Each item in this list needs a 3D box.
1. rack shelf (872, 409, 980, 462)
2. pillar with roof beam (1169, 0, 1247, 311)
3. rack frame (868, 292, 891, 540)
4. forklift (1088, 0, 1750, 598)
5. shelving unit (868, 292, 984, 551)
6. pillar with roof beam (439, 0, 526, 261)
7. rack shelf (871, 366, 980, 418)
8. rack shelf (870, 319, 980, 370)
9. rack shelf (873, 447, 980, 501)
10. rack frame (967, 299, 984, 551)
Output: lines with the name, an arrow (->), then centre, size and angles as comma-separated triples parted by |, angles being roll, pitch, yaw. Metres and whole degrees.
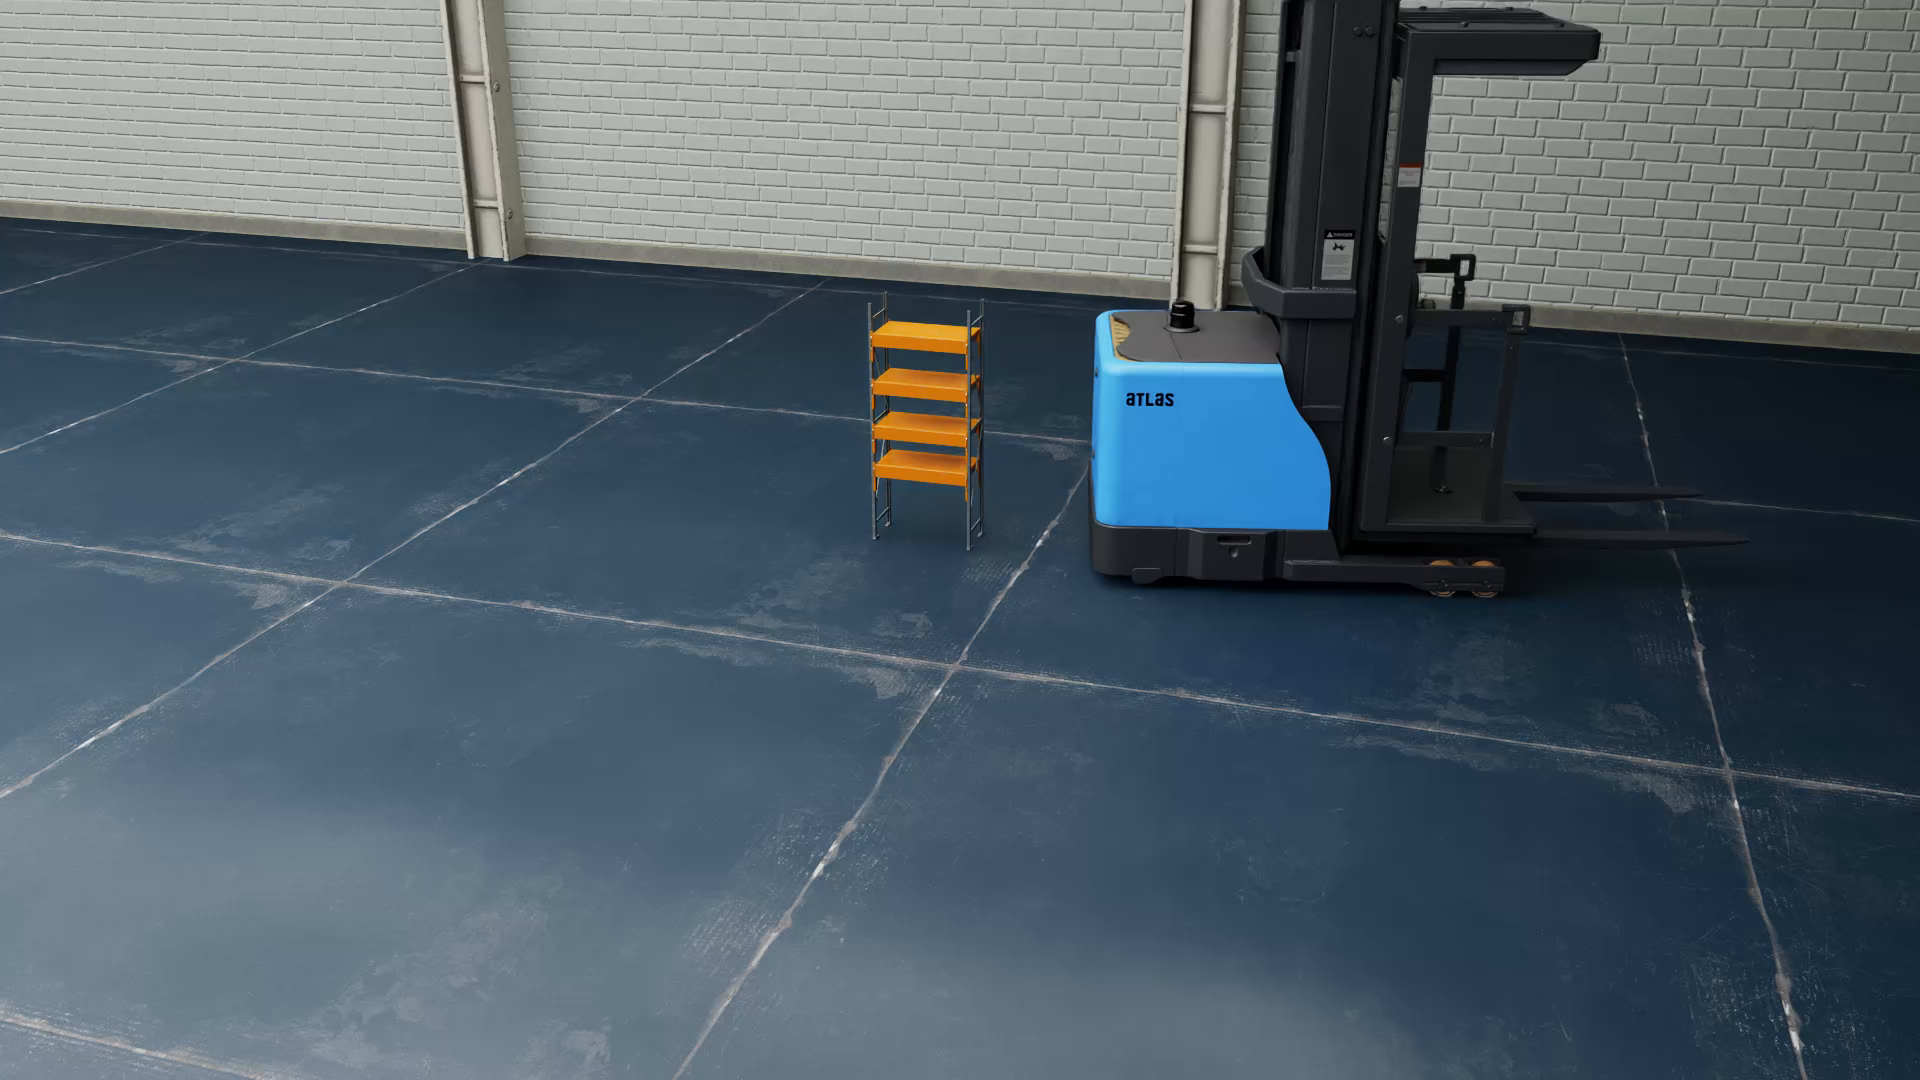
rack shelf -> -0.158, -0.511, 8.112 | 0.480, 0.148, 0.258 | 7, 23, 16
pillar with roof beam -> 0.562, -4.366, 7.055 | 0.400, 9.000, 9.100 | 7, 23, 16
rack frame -> -0.392, -0.600, 8.152 | 0.015, 1.200, 0.240 | 7, 23, 16
forklift -> 2.150, -1.299, 7.575 | 3.031, 2.935, 1.130 | 1, 22, 3
shelving unit -> -0.158, -0.573, 8.087 | 0.503, 1.200, 0.258 | 7, 23, 16
pillar with roof beam -> -5.182, -5.023, 8.659 | 0.400, 9.000, 9.100 | 7, 23, 16
rack shelf -> -0.158, -0.718, 8.027 | 0.480, 0.148, 0.258 | 7, 23, 16
rack shelf -> -0.158, -0.937, 7.937 | 0.480, 0.148, 0.258 | 7, 23, 16
rack shelf -> -0.158, -0.327, 8.187 | 0.480, 0.148, 0.258 | 7, 23, 16
rack frame -> 0.075, -0.547, 8.021 | 0.015, 1.200, 0.240 | 7, 23, 16
